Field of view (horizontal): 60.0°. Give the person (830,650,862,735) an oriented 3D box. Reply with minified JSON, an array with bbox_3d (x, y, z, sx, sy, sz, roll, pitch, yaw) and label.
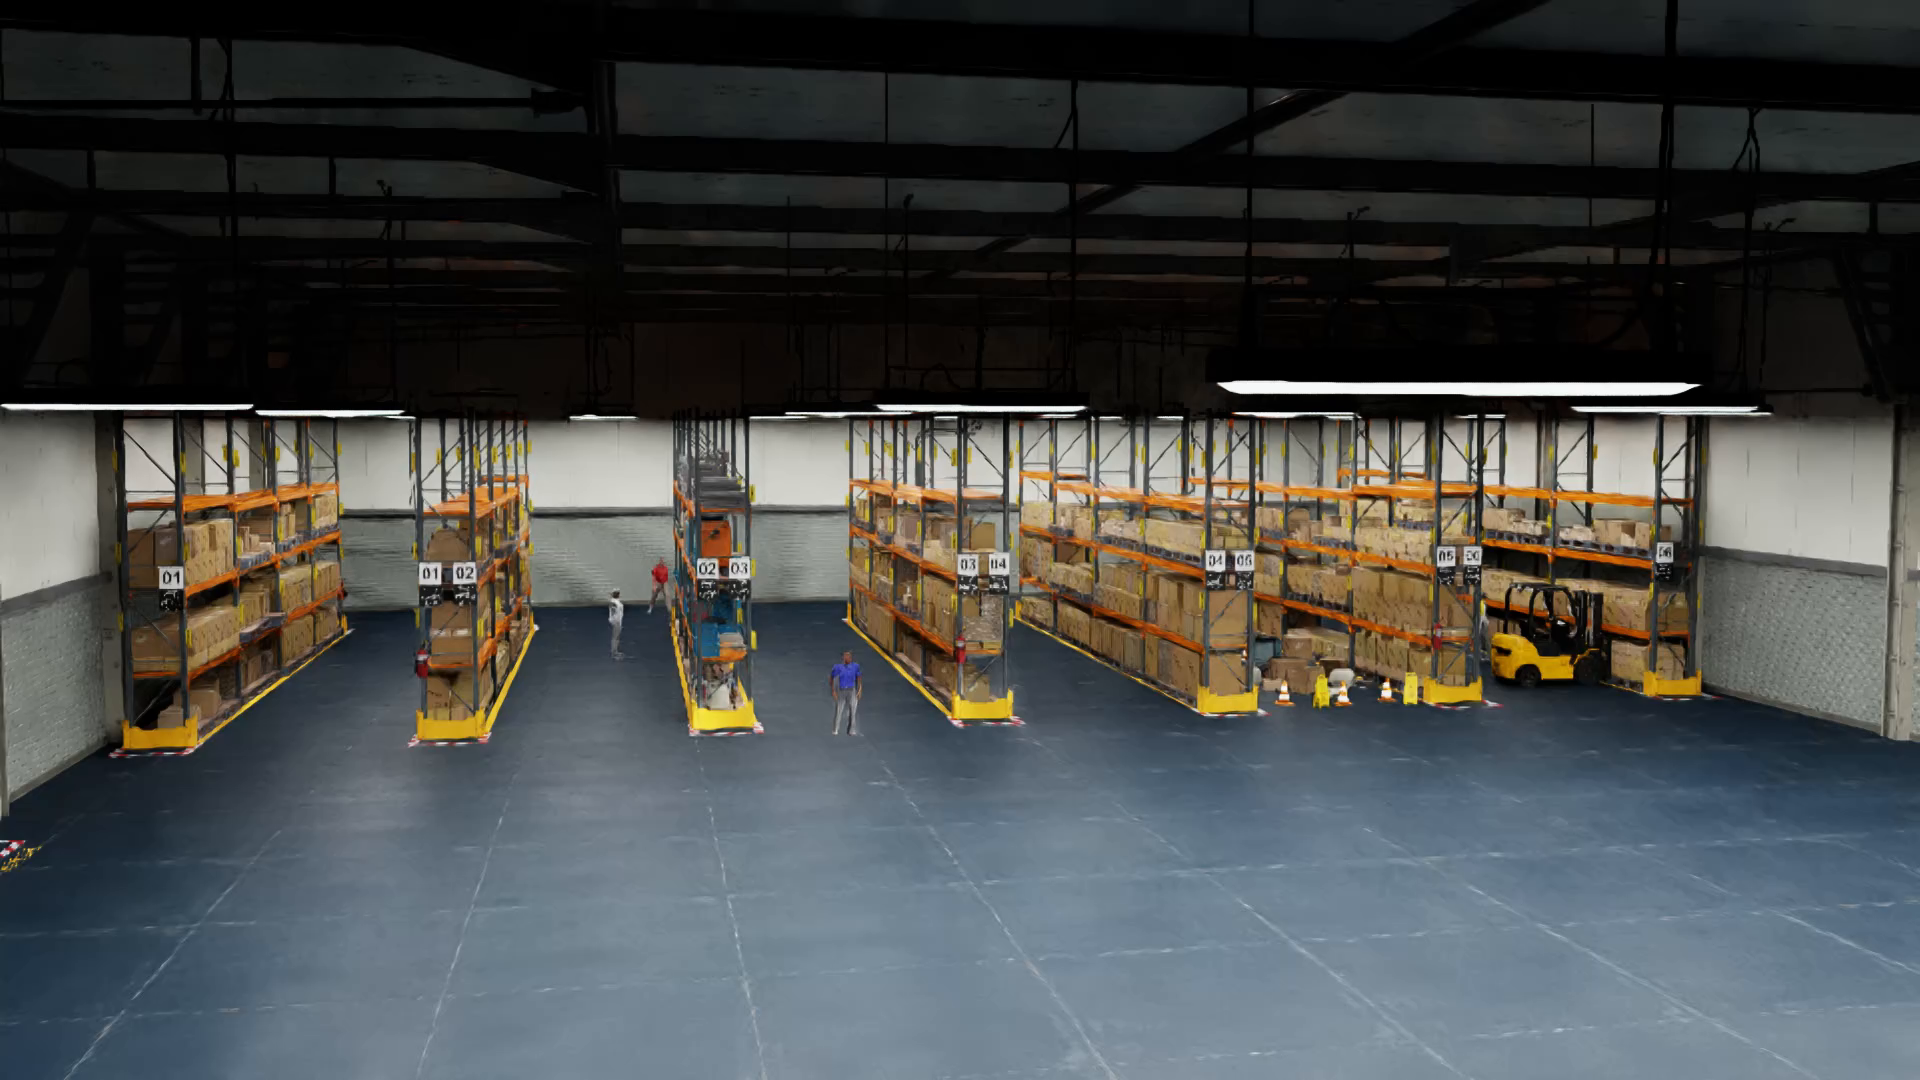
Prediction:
[{"bbox_3d":[-2.078,2.776,30.280,0.592,1.604,0.513,-1,4,-13],"label":"person"}]

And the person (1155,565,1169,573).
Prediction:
[{"bbox_3d":[6.433,1.158,52.915,0.491,1.611,0.957,1,4,10],"label":"person"}]

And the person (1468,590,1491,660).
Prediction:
[{"bbox_3d":[12.513,2.034,39.973,0.552,1.664,0.573,1,4,14],"label":"person"}]

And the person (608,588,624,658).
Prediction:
[{"bbox_3d":[-8.301,2.011,40.292,0.416,1.676,0.537,-3,5,-39],"label":"person"}]

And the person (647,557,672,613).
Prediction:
[{"bbox_3d":[-8.960,1.345,49.647,0.617,1.689,0.952,-3,5,-37],"label":"person"}]
